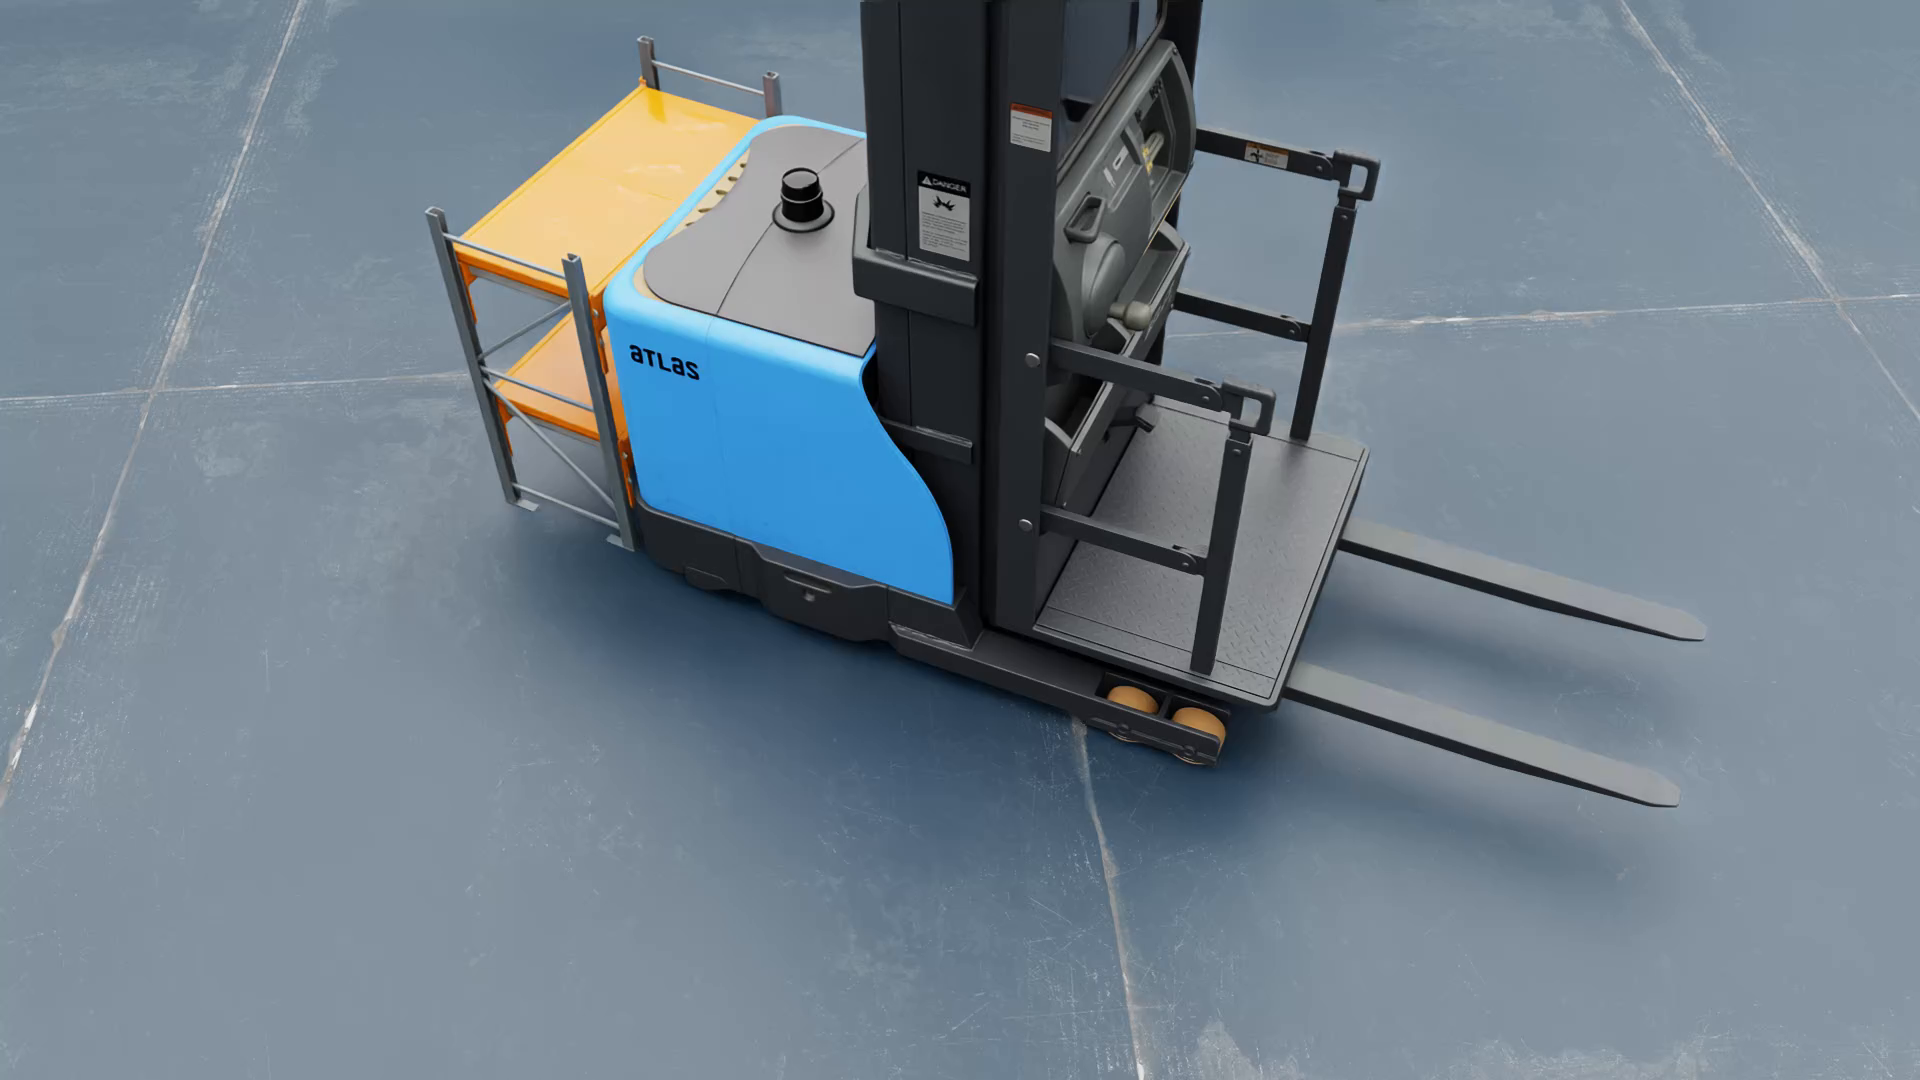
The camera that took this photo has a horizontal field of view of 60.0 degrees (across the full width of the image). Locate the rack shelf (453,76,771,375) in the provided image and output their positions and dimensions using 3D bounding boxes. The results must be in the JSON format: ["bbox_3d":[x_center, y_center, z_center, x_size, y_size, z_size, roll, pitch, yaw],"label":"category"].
[{"bbox_3d":[-1.007,-0.969,4.990,0.538,0.278,1.000,20,50,18],"label":"rack shelf"}]

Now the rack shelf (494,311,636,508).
[{"bbox_3d":[-1.007,-0.600,5.380,0.538,0.278,1.000,20,50,18],"label":"rack shelf"}]

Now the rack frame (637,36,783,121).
[{"bbox_3d":[-0.777,-1.097,5.514,0.500,1.125,0.032,20,50,18],"label":"rack frame"}]

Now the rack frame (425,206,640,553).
[{"bbox_3d":[-1.236,-0.438,4.890,0.500,1.125,0.032,20,50,18],"label":"rack frame"}]

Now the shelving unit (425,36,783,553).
[{"bbox_3d":[-1.007,-0.768,5.202,0.538,1.125,1.048,20,50,18],"label":"shelving unit"}]

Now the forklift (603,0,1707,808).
[{"bbox_3d":[0.595,-0.822,4.010,3.031,2.935,1.130,17,49,16],"label":"forklift"}]
